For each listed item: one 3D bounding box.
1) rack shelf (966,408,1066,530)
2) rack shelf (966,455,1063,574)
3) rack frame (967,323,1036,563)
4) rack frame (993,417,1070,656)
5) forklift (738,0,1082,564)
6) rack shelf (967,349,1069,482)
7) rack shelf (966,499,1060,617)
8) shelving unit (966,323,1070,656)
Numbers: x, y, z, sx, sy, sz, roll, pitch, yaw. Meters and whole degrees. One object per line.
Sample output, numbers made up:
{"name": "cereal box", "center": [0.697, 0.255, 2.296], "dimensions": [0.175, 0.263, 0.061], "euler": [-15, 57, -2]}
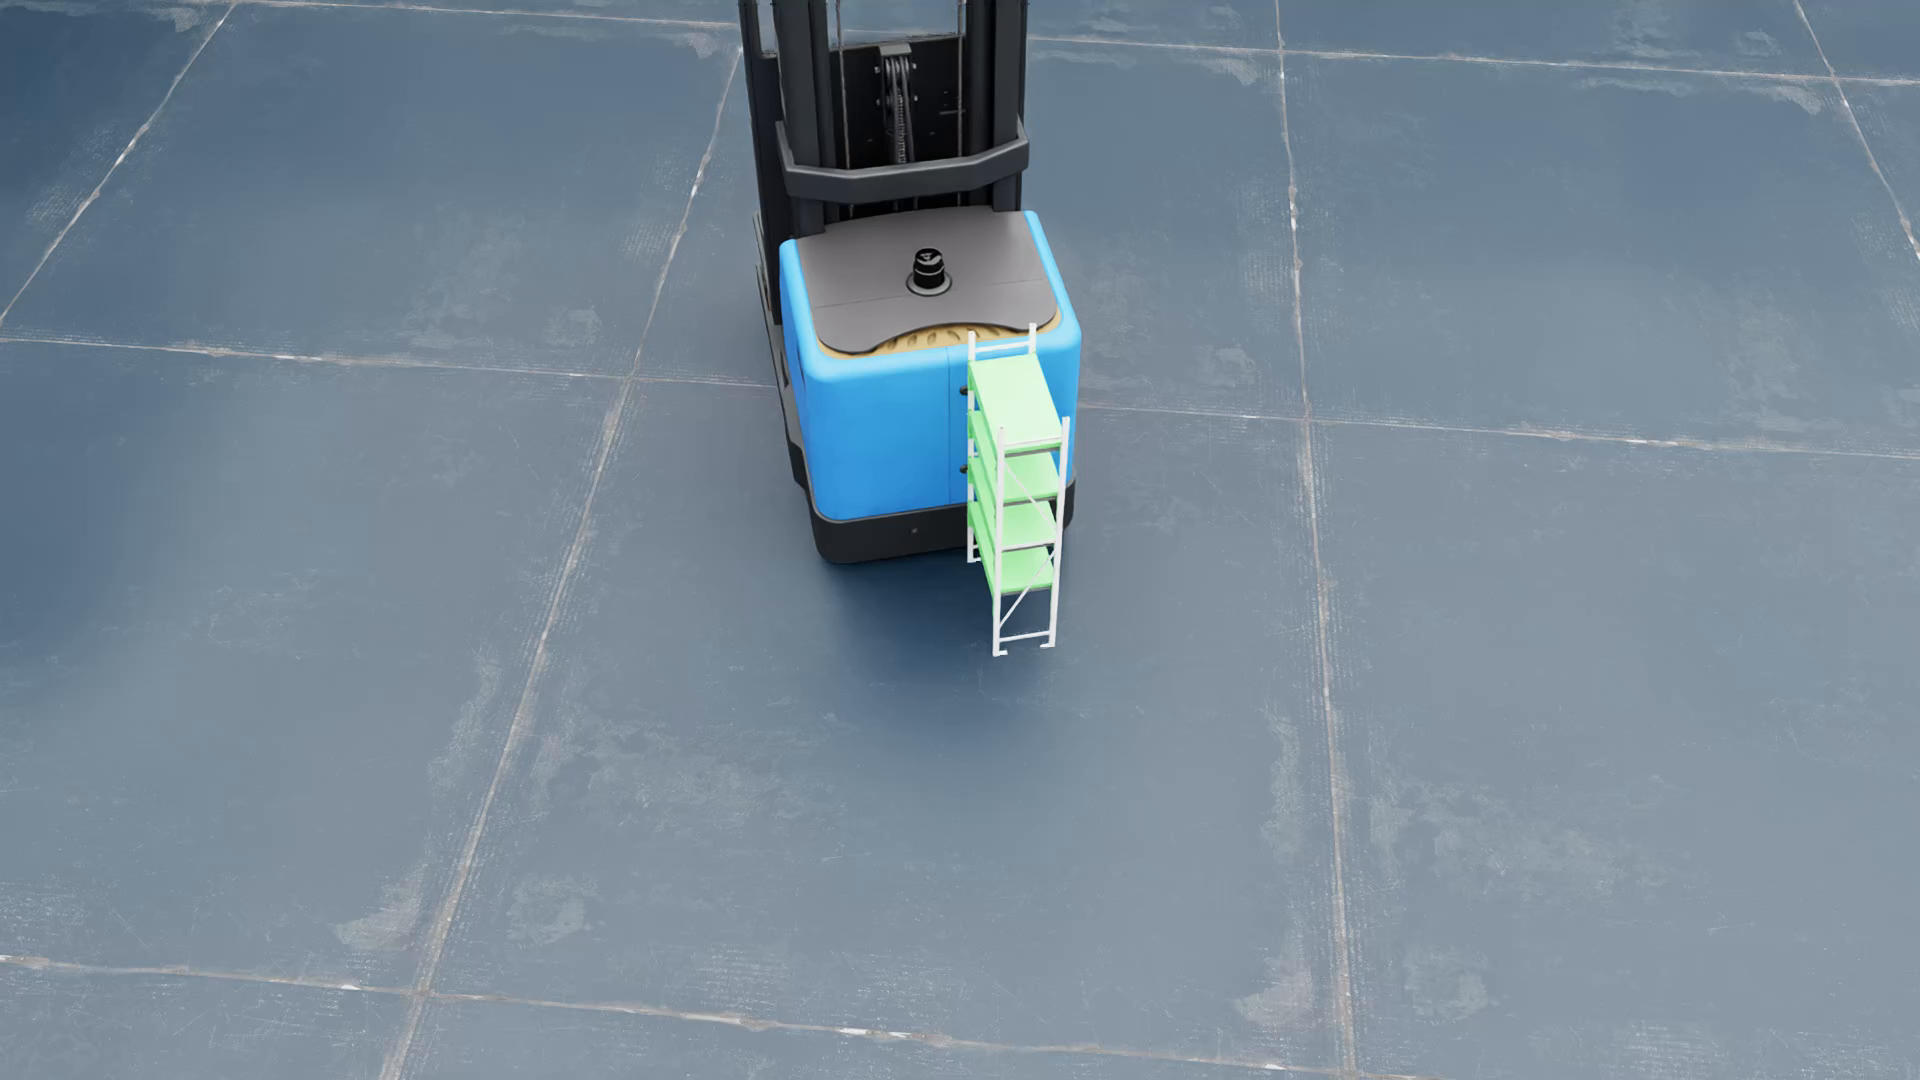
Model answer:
{"name": "rack shelf", "center": [0.197, -0.277, 5.978], "dimensions": [0.258, 0.148, 0.480], "euler": [-8, 48, -8]}
{"name": "rack shelf", "center": [0.197, -0.115, 6.155], "dimensions": [0.258, 0.148, 0.480], "euler": [-8, 48, -8]}
{"name": "rack frame", "center": [0.149, -0.335, 6.269], "dimensions": [0.240, 1.200, 0.015], "euler": [-8, 48, -8]}
{"name": "rack frame", "center": [0.245, 0.018, 5.946], "dimensions": [0.240, 1.200, 0.015], "euler": [-8, 48, -8]}
{"name": "forklift", "center": [-0.335, -2.003, 6.622], "dimensions": [1.130, 2.935, 3.031], "euler": [-8, 48, -8]}
{"name": "rack shelf", "center": [0.197, -0.439, 5.800], "dimensions": [0.258, 0.148, 0.480], "euler": [-8, 48, -8]}
{"name": "rack shelf", "center": [0.197, 0.047, 6.332], "dimensions": [0.258, 0.148, 0.480], "euler": [-8, 48, -8]}
{"name": "shelving unit", "center": [0.197, -0.158, 6.108], "dimensions": [0.258, 1.200, 0.503], "euler": [-8, 48, -8]}
